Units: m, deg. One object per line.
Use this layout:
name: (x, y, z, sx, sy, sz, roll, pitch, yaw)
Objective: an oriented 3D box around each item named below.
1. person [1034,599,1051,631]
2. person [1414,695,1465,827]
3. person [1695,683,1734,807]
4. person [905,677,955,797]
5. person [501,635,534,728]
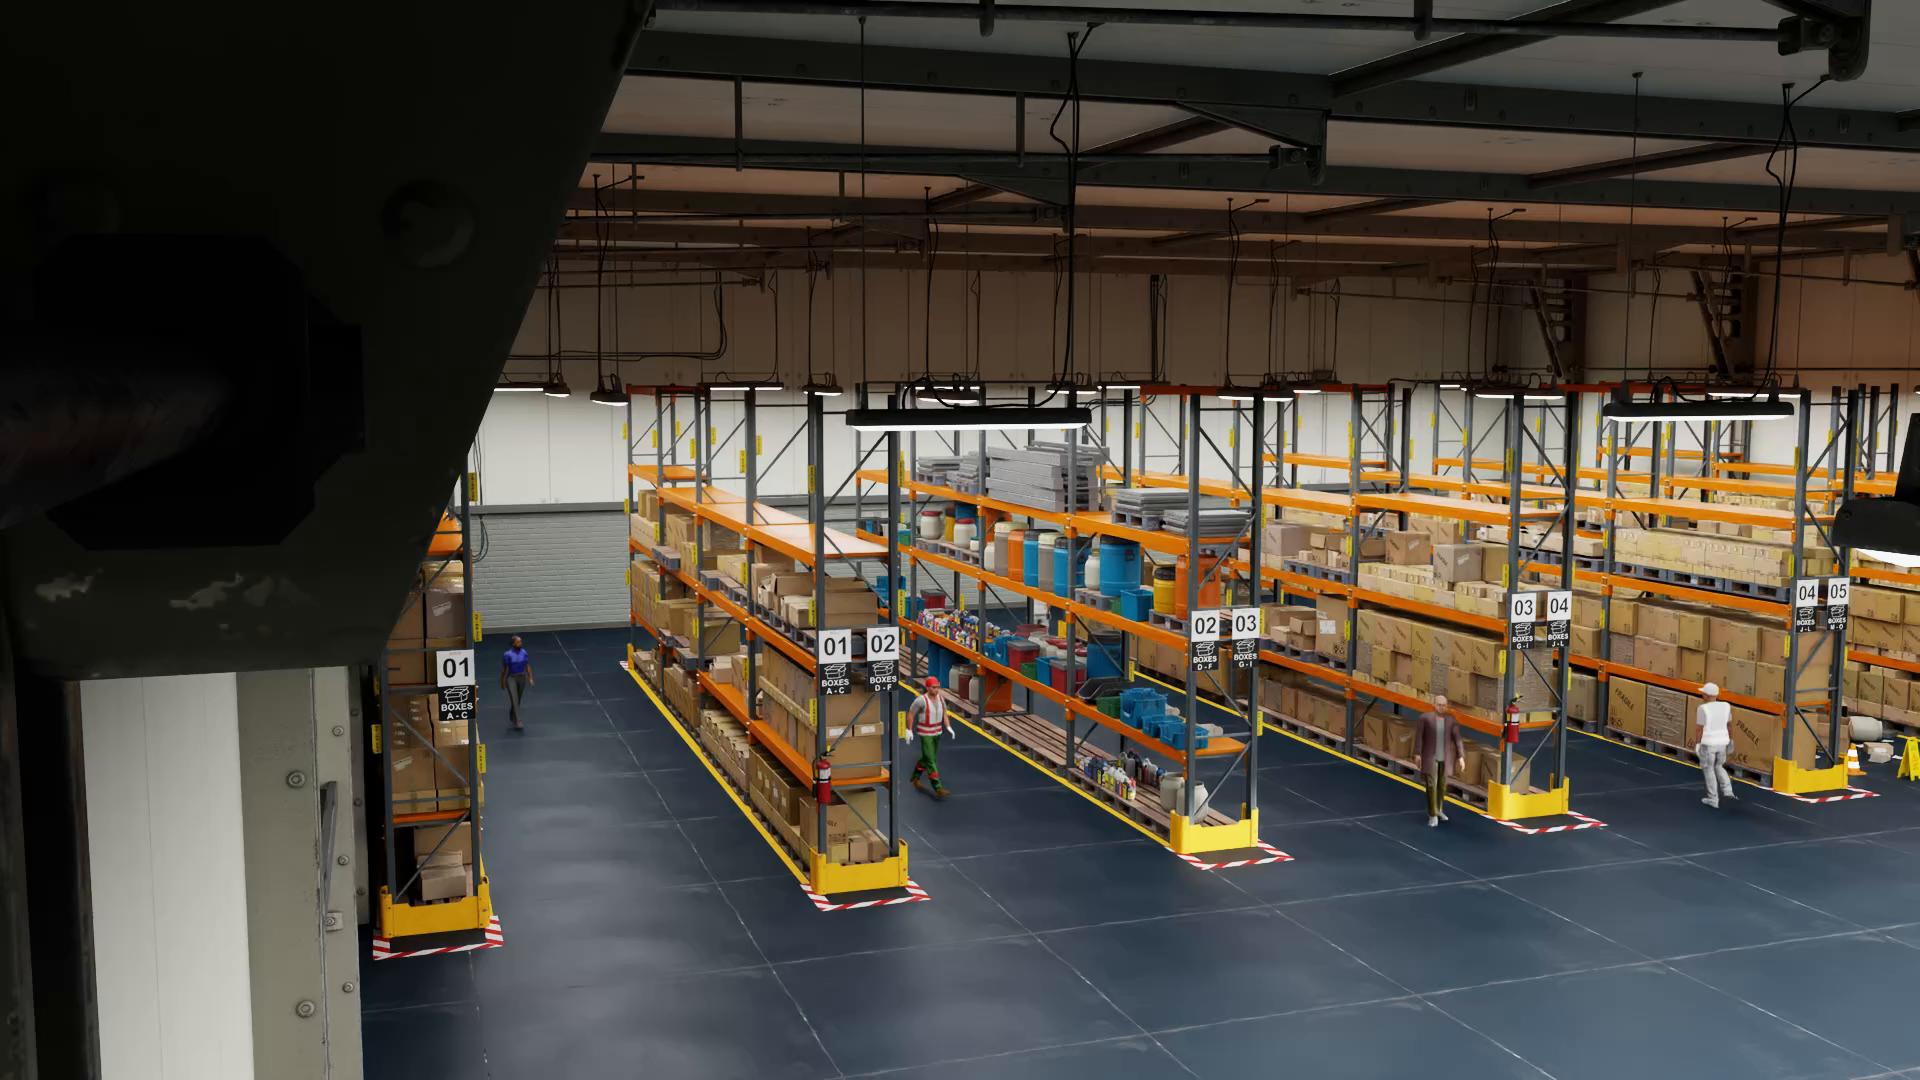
person: (1.749, 1.656, 36.770, 0.577, 1.786, 0.534, -2, 6, -21)
person: (6.679, 3.080, 23.191, 0.664, 1.852, 0.537, 0, 6, 1)
person: (10.925, 2.960, 24.063, 0.601, 1.774, 0.495, -1, 6, -9)
person: (-0.431, 2.895, 24.724, 1.044, 1.756, 0.636, 6, 8, 43)
person: (-7.854, 2.487, 29.505, 0.519, 1.569, 1.058, -4, 7, -33)
